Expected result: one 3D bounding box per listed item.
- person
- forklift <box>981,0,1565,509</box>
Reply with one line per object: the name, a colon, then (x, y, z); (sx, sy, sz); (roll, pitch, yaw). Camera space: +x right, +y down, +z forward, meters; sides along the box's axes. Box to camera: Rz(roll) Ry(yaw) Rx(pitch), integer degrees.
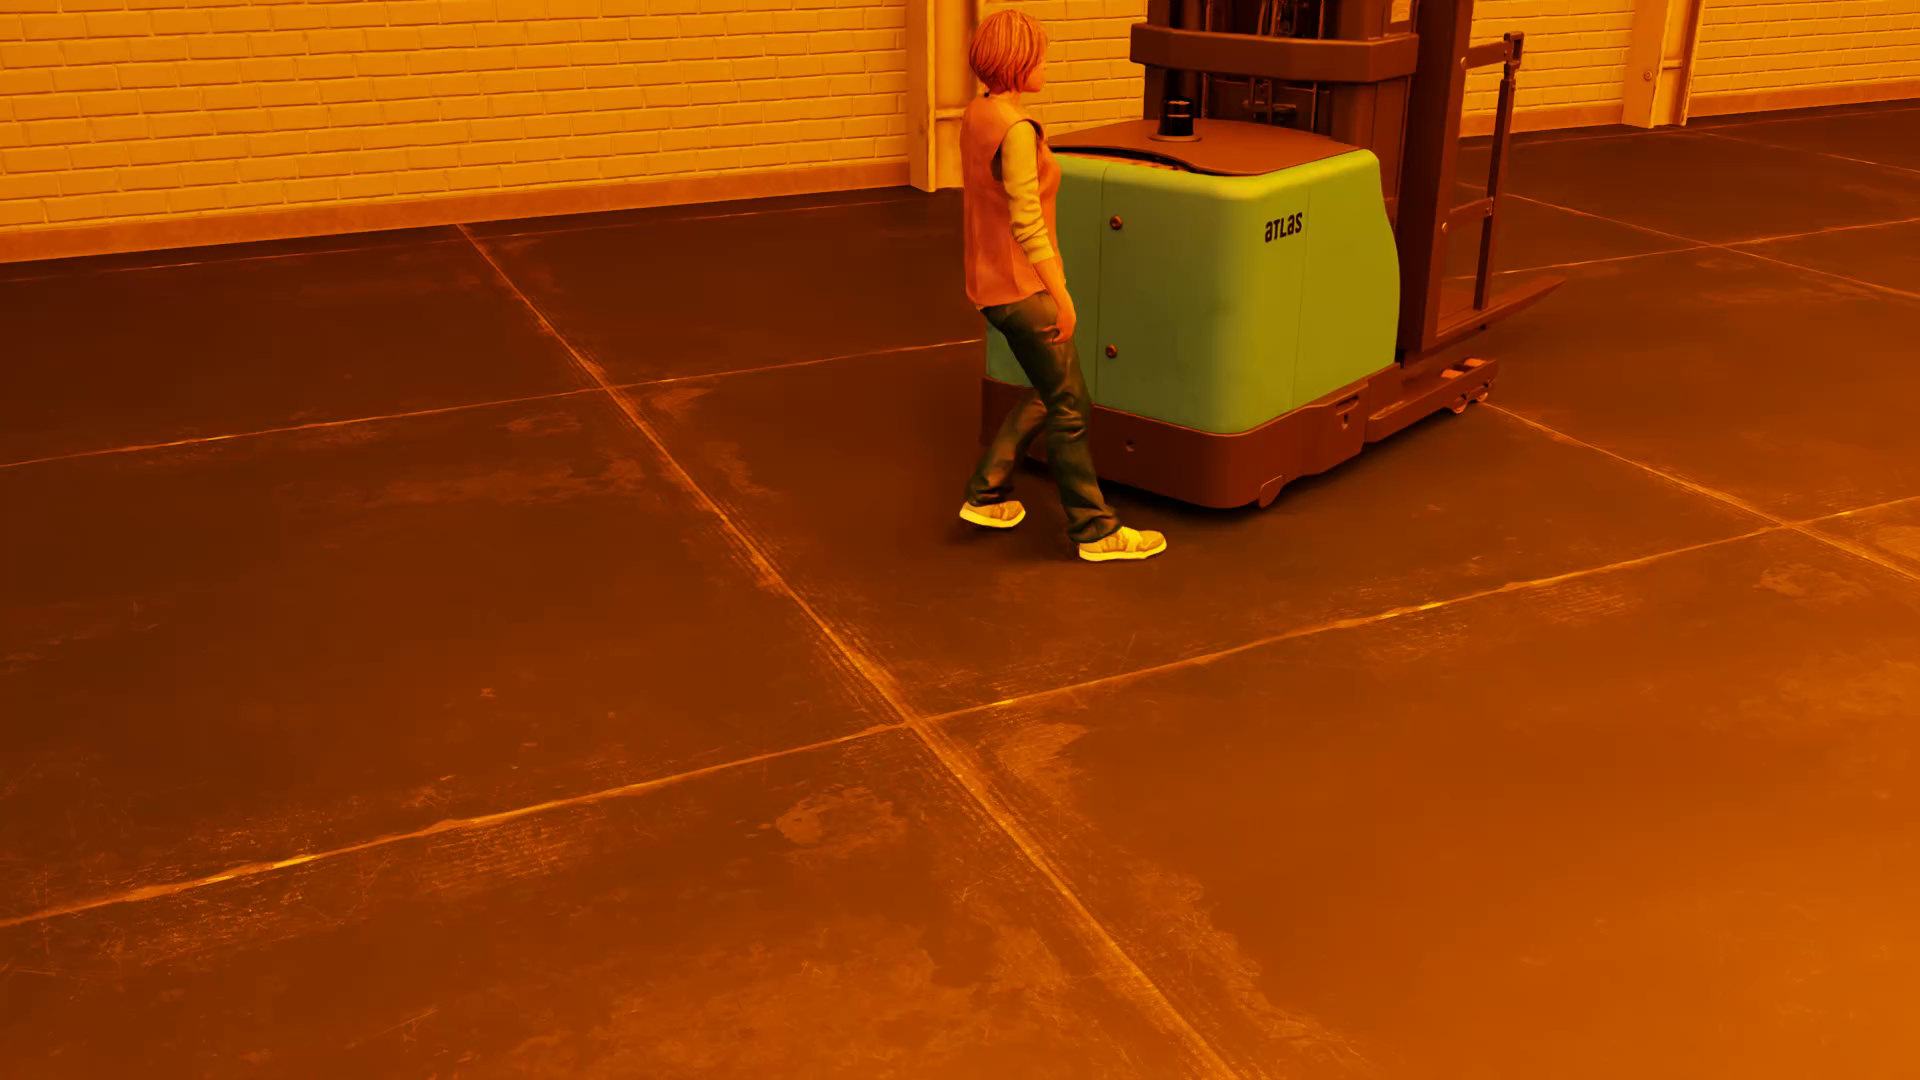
person: (0.290, -0.746, 4.871); (0.597, 1.547, 0.575); (-3, 23, -8)
forklift: (1.414, -1.938, 5.952); (1.130, 2.935, 3.031); (18, 29, 37)
